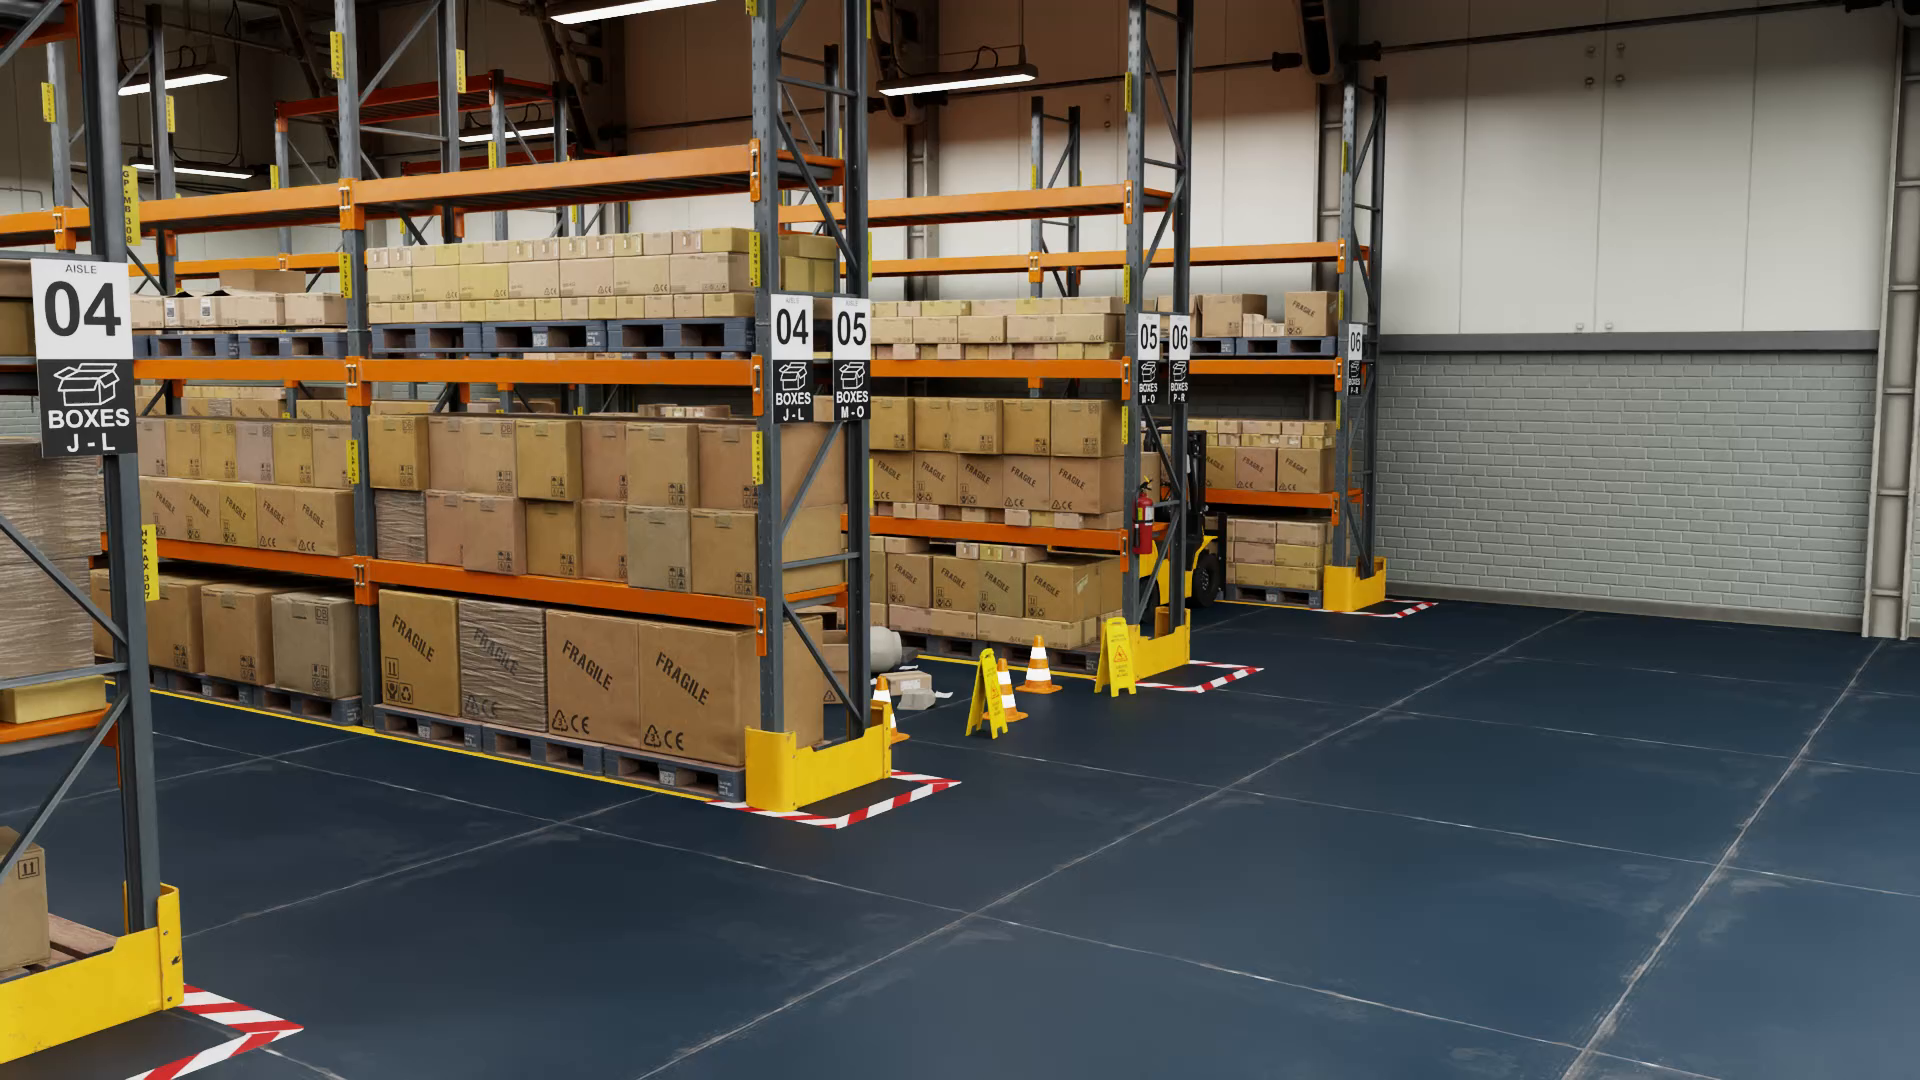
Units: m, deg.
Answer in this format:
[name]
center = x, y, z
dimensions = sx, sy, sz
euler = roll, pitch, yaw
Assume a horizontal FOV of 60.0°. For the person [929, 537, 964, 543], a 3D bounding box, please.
[person]
center = -0.240, -0.103, 18.680
dimensions = 0.642, 1.777, 0.705
euler = -2, 6, -16
